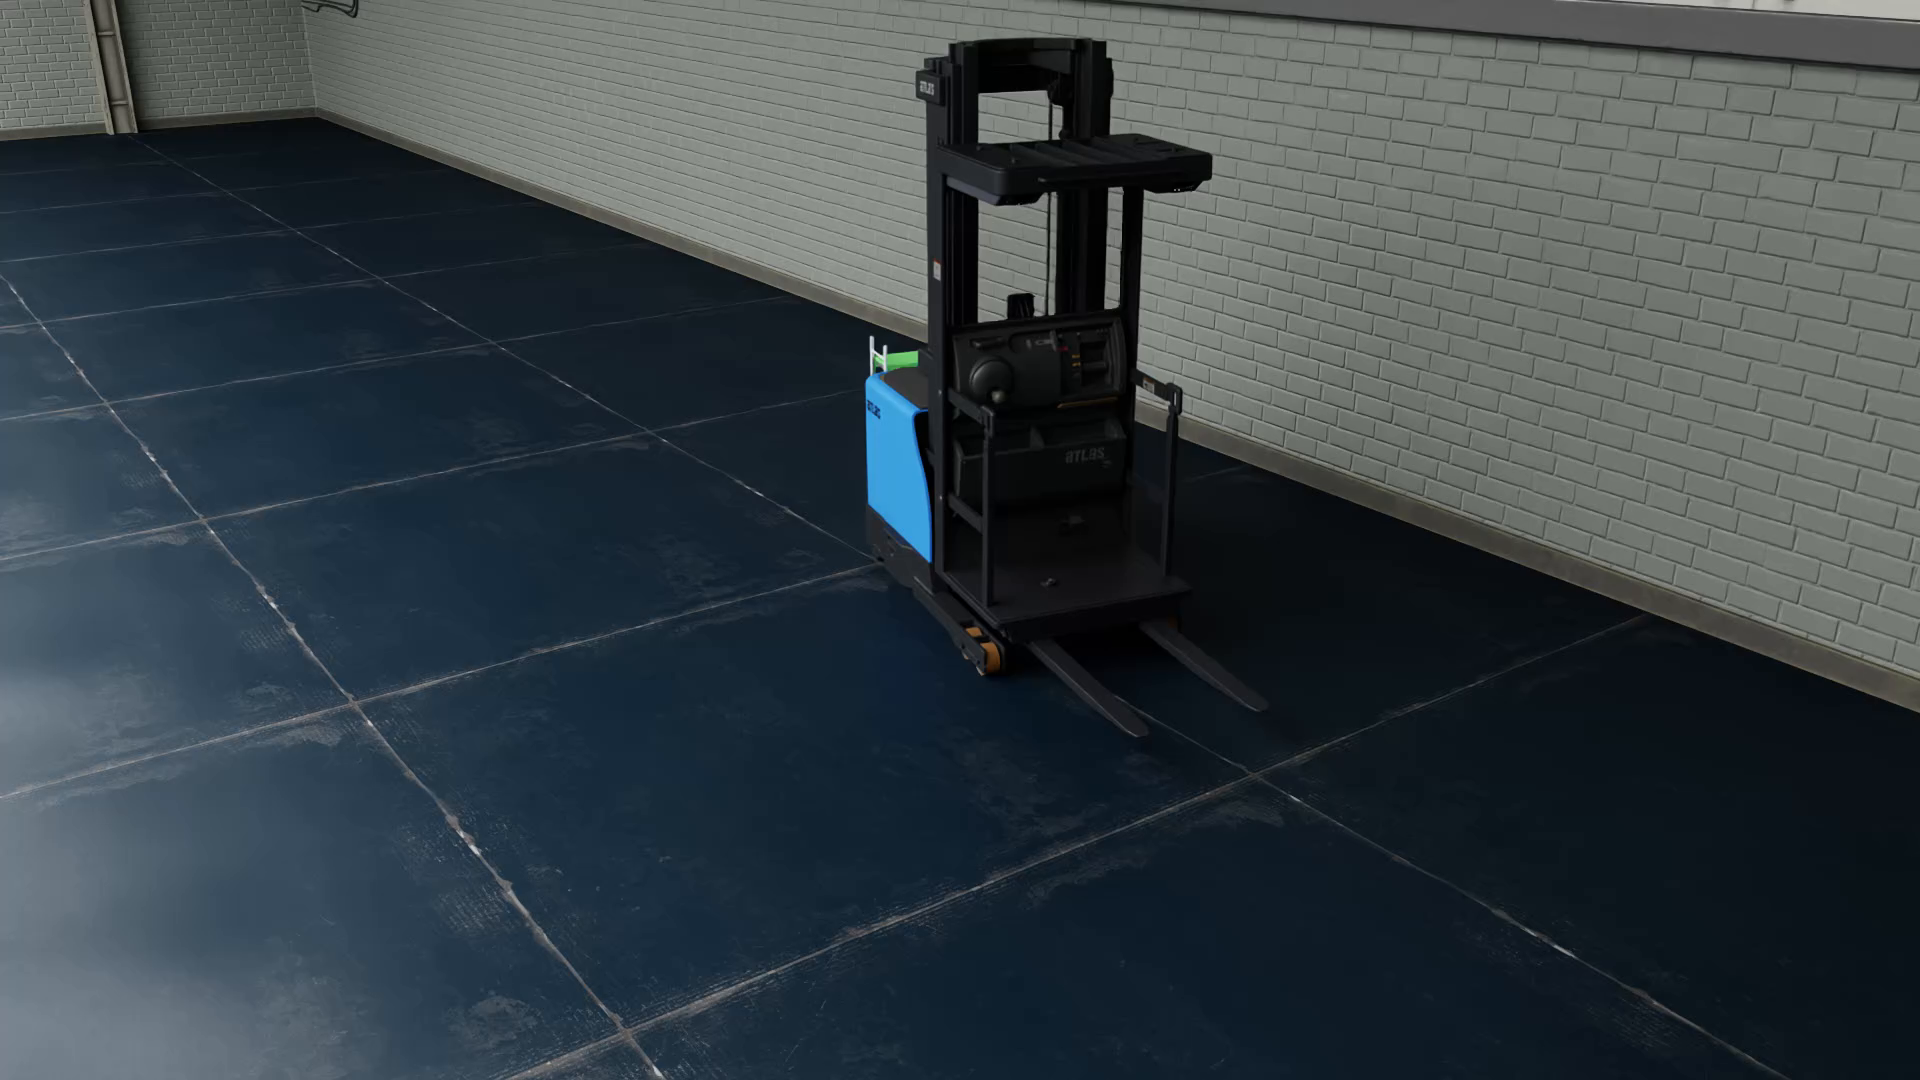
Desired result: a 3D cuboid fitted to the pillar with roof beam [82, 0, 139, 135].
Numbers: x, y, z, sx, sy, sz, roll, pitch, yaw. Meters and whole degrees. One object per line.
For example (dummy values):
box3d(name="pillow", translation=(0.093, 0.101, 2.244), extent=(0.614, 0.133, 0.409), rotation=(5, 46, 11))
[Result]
box3d(name="pillar with roof beam", translation=(-10.399, -9.167, 20.728), extent=(0.400, 9.000, 9.100), rotation=(-15, 26, -33))

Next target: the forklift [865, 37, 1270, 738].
box3d(name="forklift", translation=(0.488, -0.869, 8.120), extent=(1.130, 2.935, 3.031), rotation=(-9, 23, -21))

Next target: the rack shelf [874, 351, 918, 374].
box3d(name="rack shelf", translation=(-0.242, -1.005, 9.673), extent=(0.480, 0.148, 0.258), rotation=(-9, 23, -22))

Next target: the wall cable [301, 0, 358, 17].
box3d(name="wall cable", translation=(-9.750, -9.260, 25.150), extent=(0.112, 2.526, 3.097), rotation=(-15, 26, -33))

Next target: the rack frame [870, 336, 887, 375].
box3d(name="rack frame", translation=(-0.467, -0.583, 9.738), extent=(0.015, 1.200, 0.240), rotation=(-9, 23, -22))

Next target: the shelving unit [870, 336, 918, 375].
box3d(name="shelving unit", translation=(-0.242, -0.618, 9.827), extent=(0.503, 1.200, 0.258), rotation=(-9, 23, -22))
